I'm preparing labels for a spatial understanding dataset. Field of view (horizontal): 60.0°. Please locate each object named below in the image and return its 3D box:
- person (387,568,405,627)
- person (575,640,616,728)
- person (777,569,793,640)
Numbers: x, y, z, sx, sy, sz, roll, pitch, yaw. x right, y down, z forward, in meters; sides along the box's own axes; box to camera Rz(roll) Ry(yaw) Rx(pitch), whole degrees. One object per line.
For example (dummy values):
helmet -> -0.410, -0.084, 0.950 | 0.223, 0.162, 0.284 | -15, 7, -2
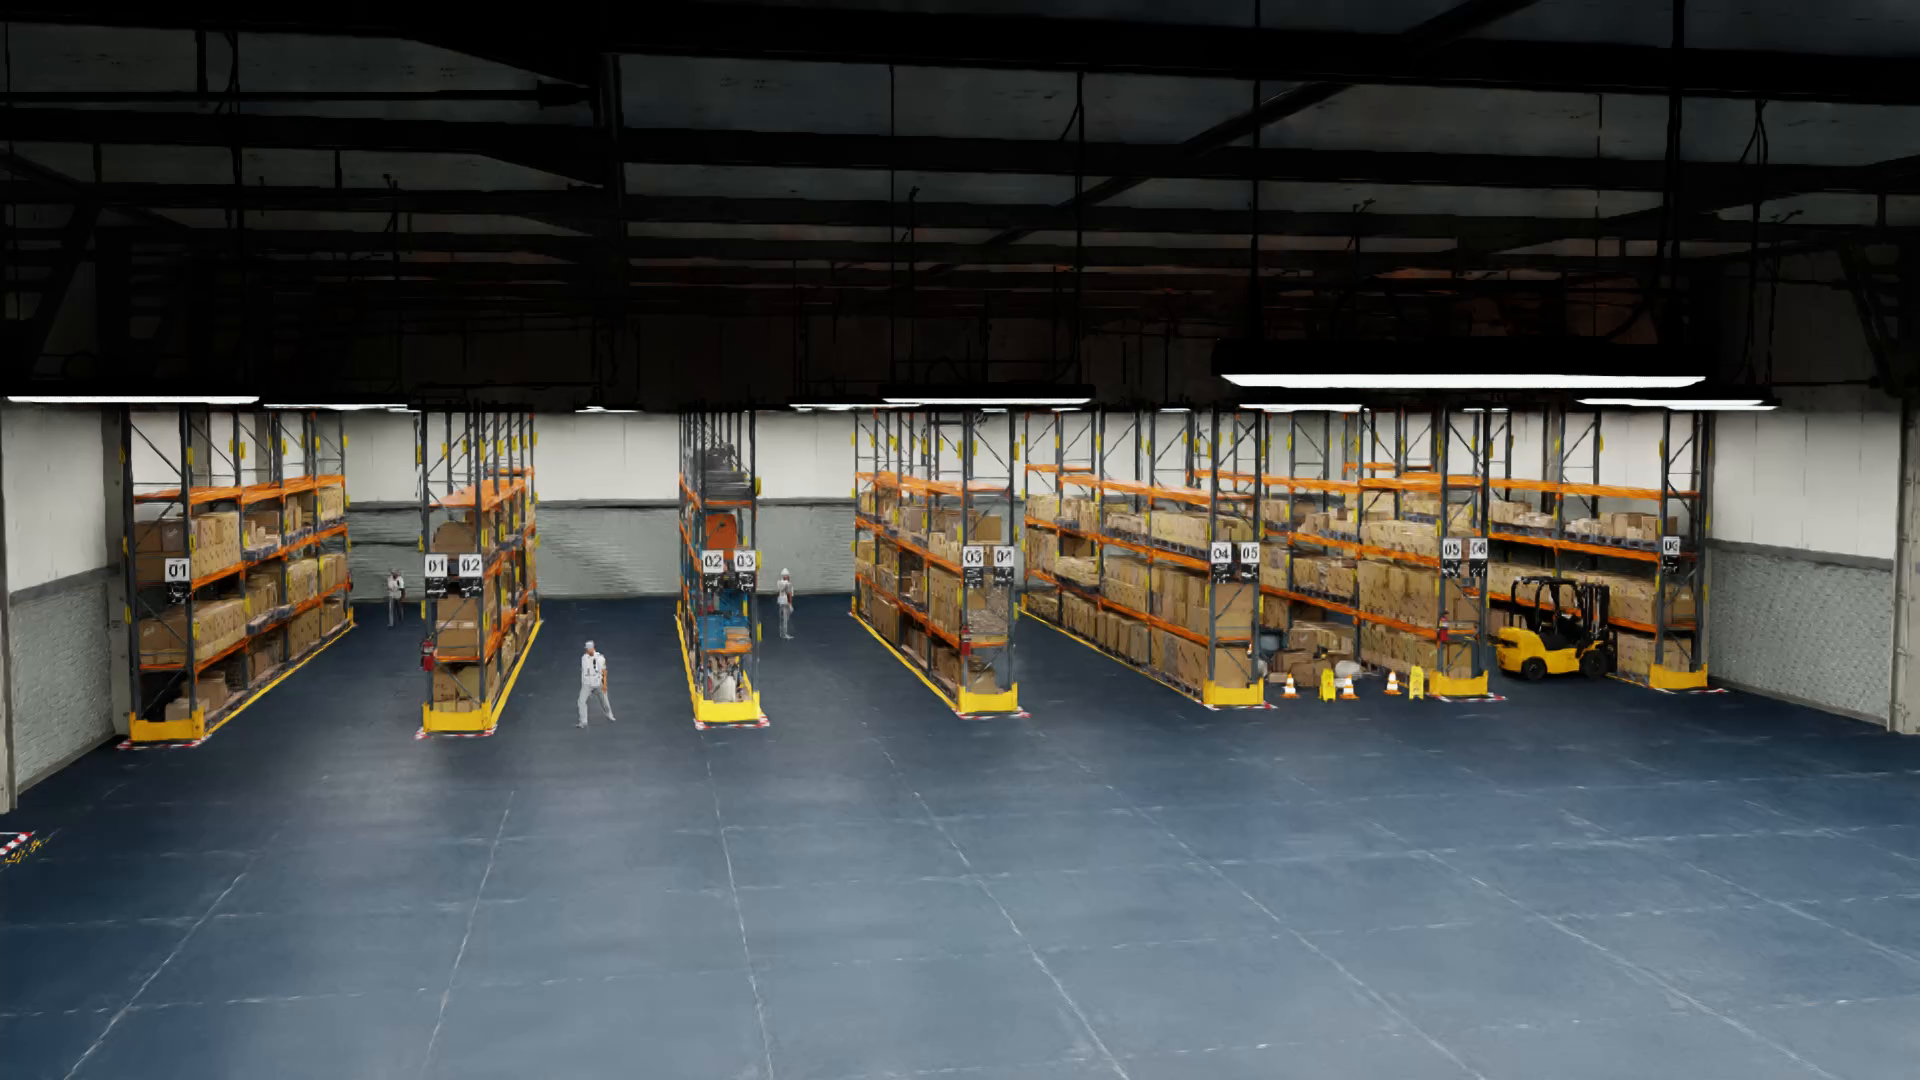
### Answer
person -> -15.207, 1.520, 44.860 | 0.445, 1.575, 1.091 | -1, 4, -13
person -> -6.692, 2.617, 30.540 | 0.534, 1.598, 0.938 | 1, 4, 10
person -> -4.428, 1.621, 42.276 | 0.409, 1.788, 0.666 | -3, 5, -32
